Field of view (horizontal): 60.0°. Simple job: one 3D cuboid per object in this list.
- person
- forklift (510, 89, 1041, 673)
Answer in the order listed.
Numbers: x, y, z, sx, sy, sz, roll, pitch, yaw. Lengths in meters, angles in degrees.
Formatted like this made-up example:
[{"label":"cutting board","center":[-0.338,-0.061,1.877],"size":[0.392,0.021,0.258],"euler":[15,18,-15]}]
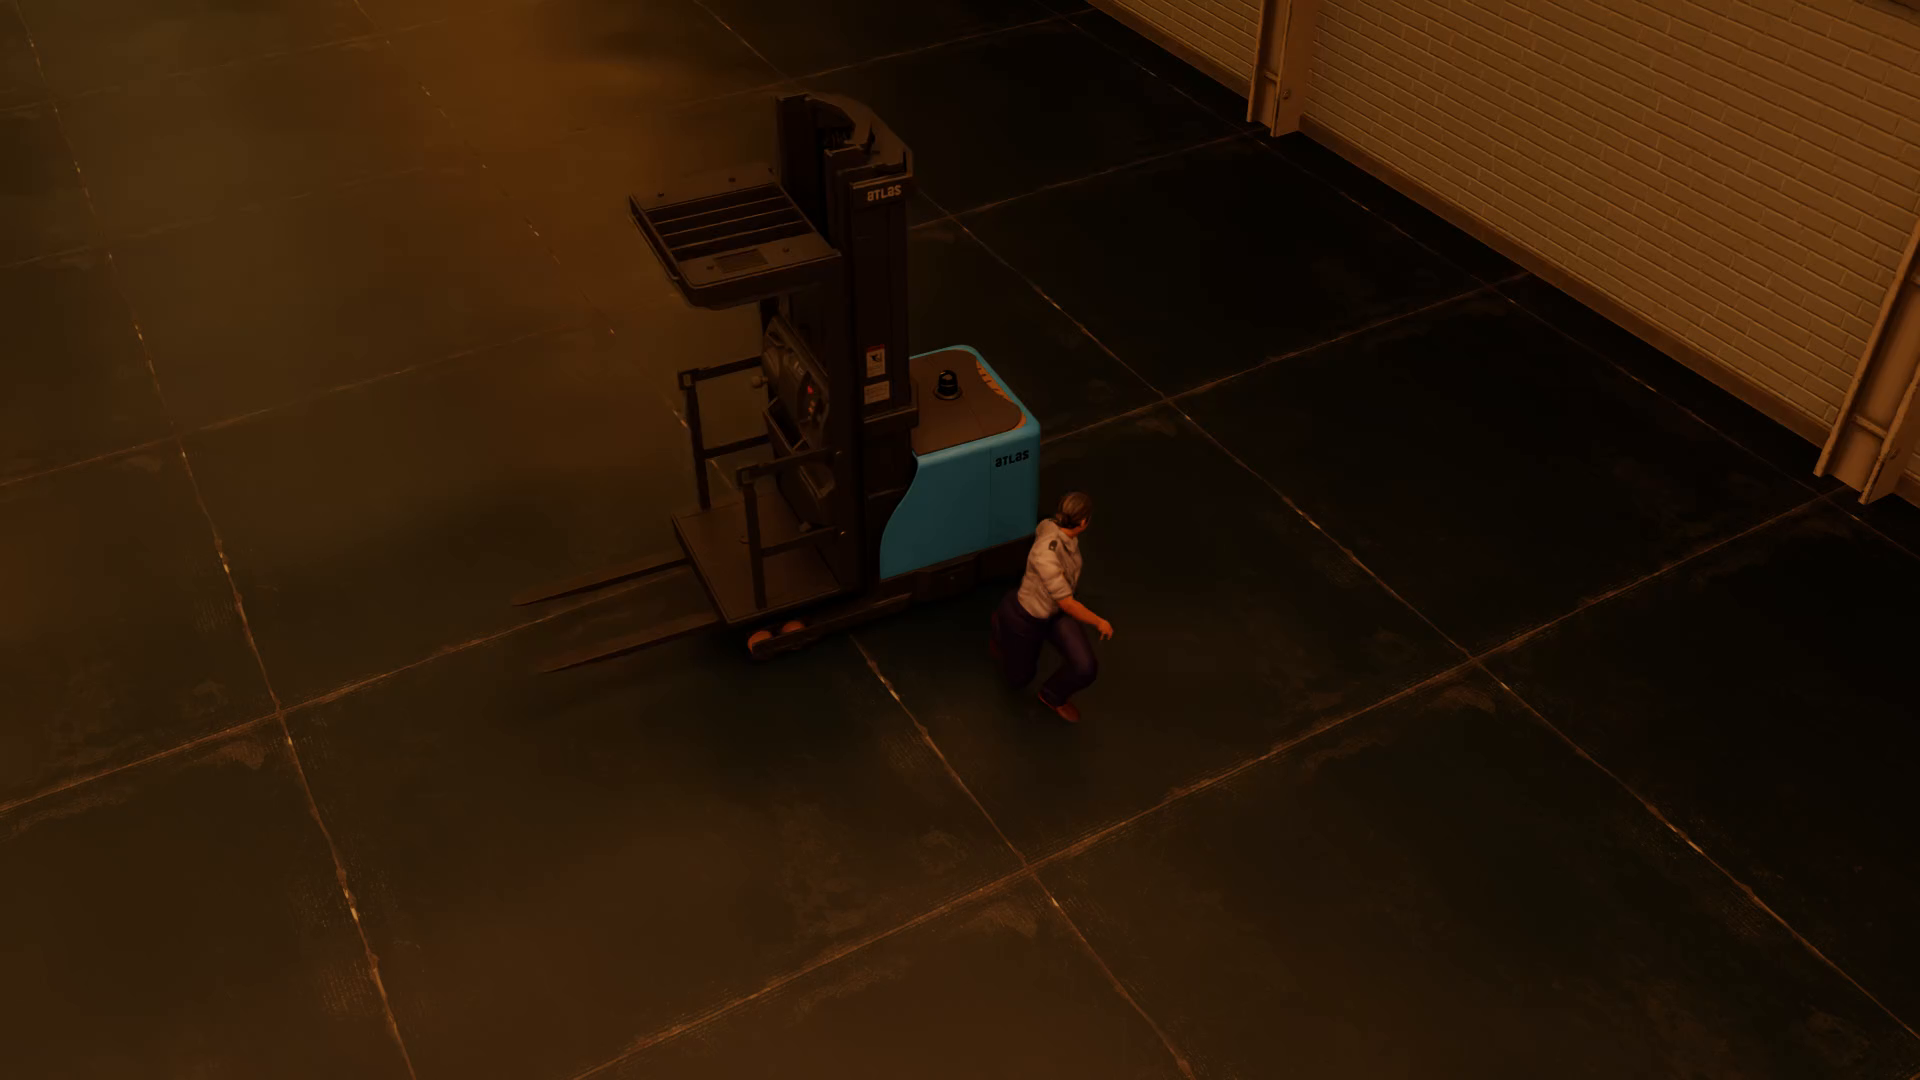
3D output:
[{"label":"person","center":[0.476,0.310,8.887],"size":[0.589,1.431,0.846],"euler":[-31,49,-32]},{"label":"forklift","center":[-1.082,-0.832,9.039],"size":[3.031,2.935,1.130],"euler":[-17,42,-19]}]
